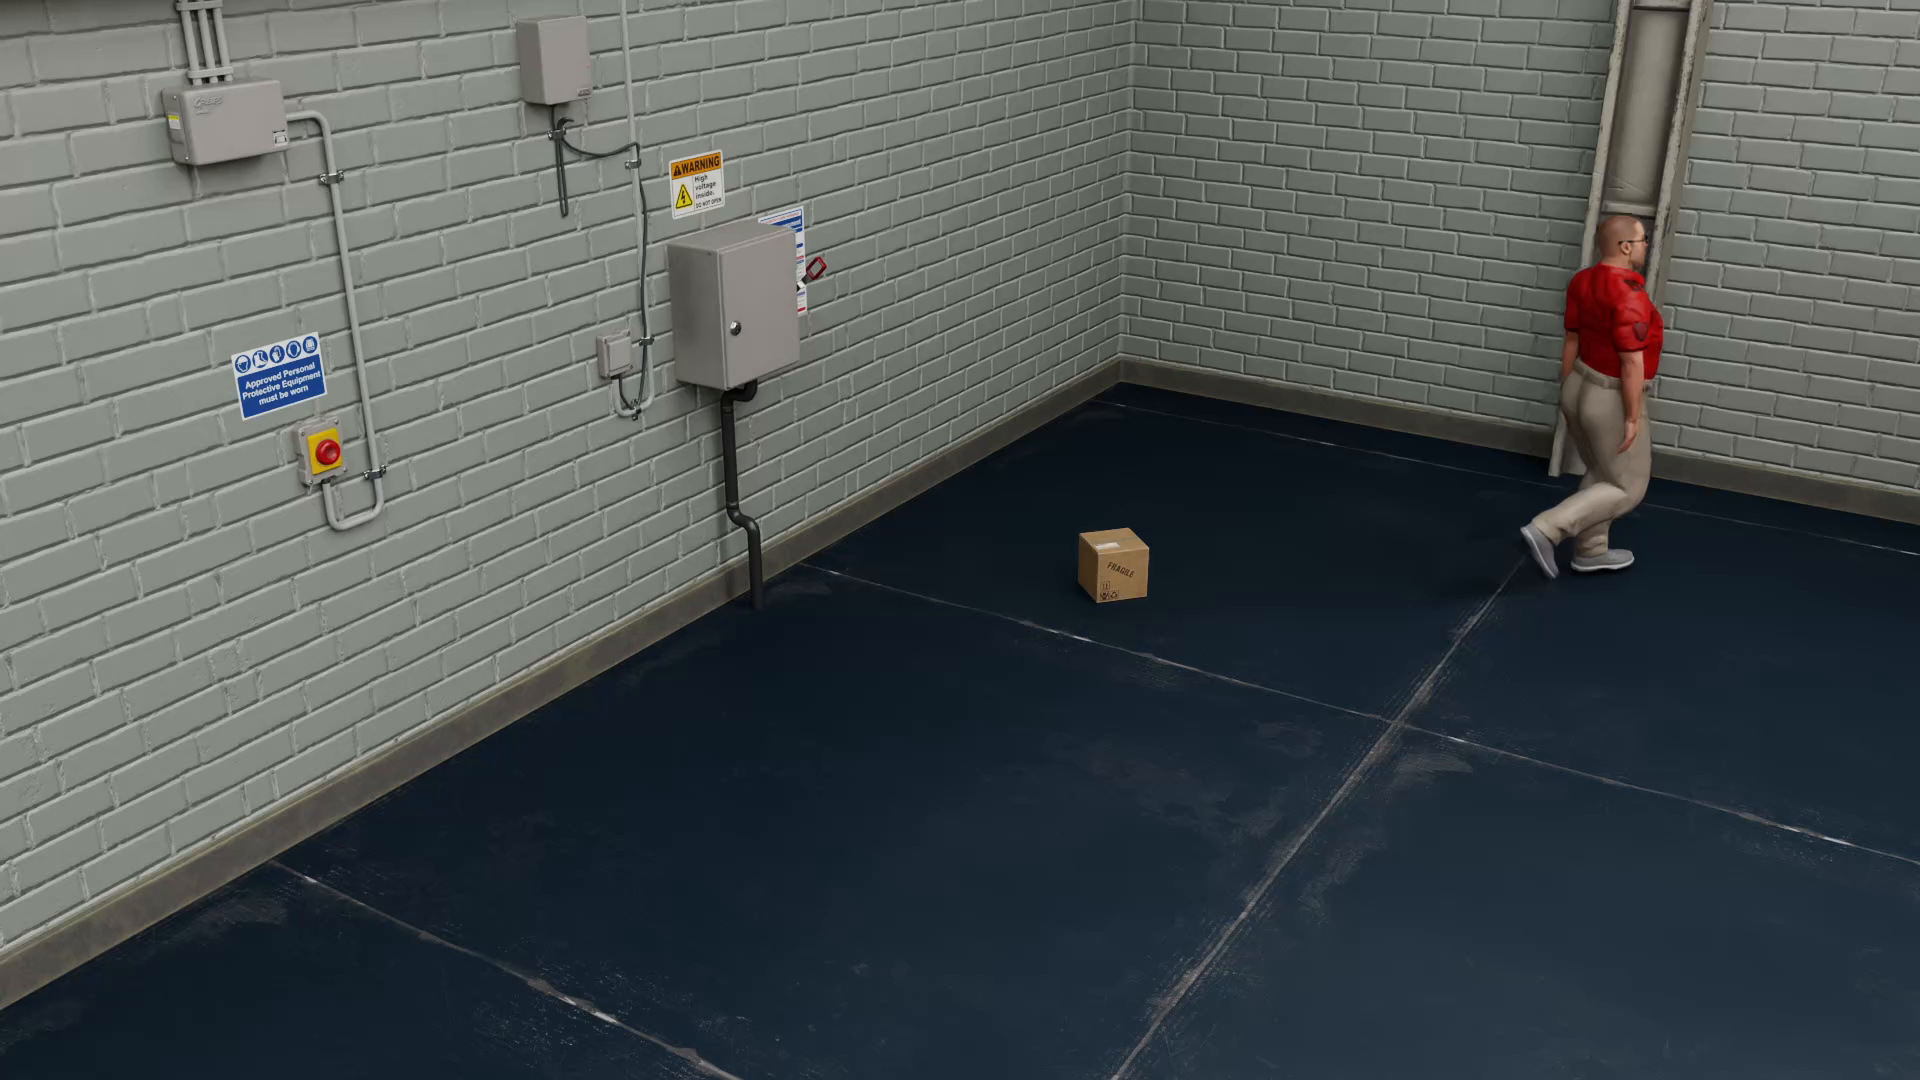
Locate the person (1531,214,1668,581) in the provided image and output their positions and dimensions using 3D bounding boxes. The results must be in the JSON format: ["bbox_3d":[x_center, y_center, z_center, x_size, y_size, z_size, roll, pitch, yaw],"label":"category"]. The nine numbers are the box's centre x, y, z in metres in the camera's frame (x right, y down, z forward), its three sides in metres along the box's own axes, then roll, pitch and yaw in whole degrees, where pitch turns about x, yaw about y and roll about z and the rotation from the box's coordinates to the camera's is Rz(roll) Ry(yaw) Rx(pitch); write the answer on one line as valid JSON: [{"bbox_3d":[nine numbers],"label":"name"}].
[{"bbox_3d":[2.923,-0.621,7.536,0.661,1.706,0.539,-5,23,-11],"label":"person"}]
